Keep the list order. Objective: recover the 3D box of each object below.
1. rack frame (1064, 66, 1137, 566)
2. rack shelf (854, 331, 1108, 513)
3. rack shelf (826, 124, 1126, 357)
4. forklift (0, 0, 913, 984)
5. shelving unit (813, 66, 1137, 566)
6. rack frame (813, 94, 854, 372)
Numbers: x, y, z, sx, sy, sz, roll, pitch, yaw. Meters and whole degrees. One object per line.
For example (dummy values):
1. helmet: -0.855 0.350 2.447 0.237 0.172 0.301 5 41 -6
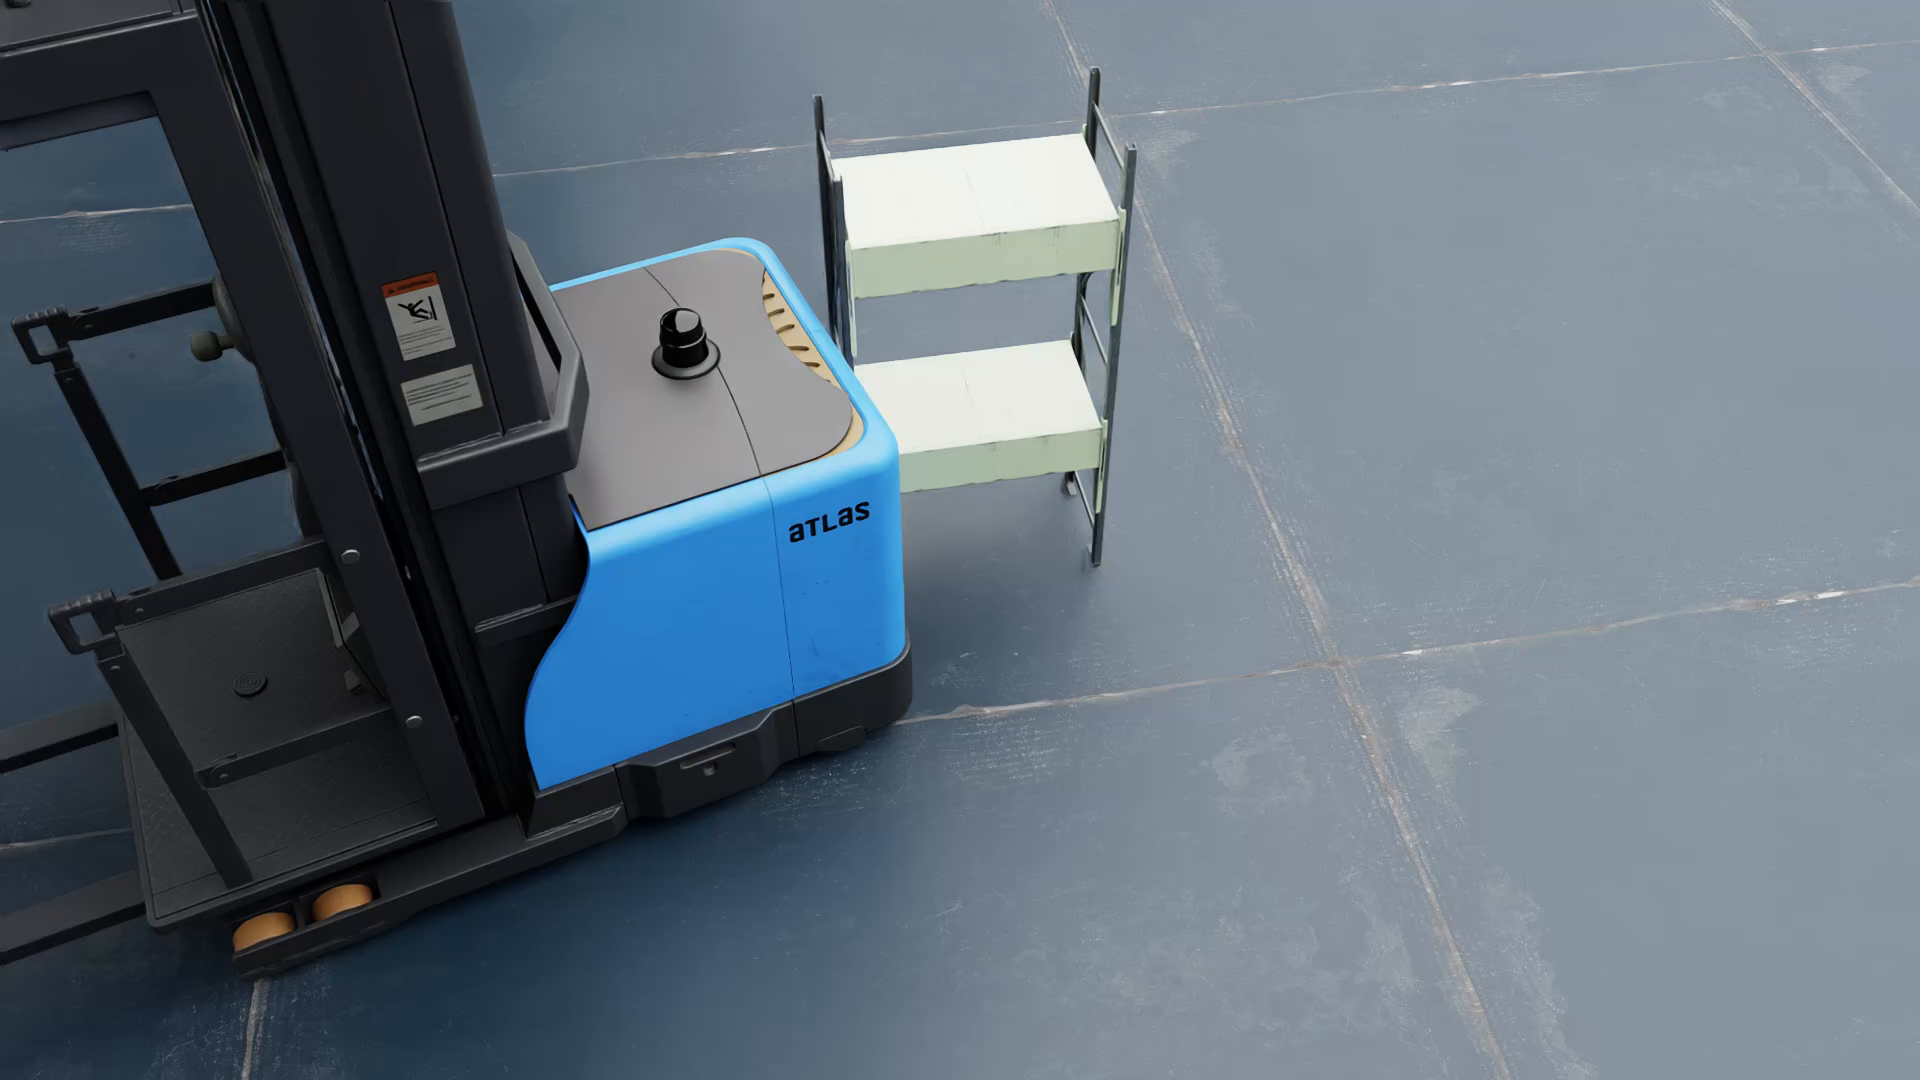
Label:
1. rack frame: 0.389 -0.582 4.770 0.023 1.500 0.400 -8 47 -7
2. rack shelf: 0.030 -0.307 4.957 0.720 0.370 0.431 -8 47 -7
3. rack shelf: 0.030 -0.804 4.441 0.720 0.370 0.431 -8 47 -7
4. forklift: -1.693 -0.360 3.561 3.031 2.935 1.130 -19 49 -17
5. shelving unit: 0.030 -0.533 4.722 0.755 1.500 0.431 -8 47 -7
6. rack frame: -0.330 -0.484 4.674 0.023 1.500 0.400 -8 47 -7
